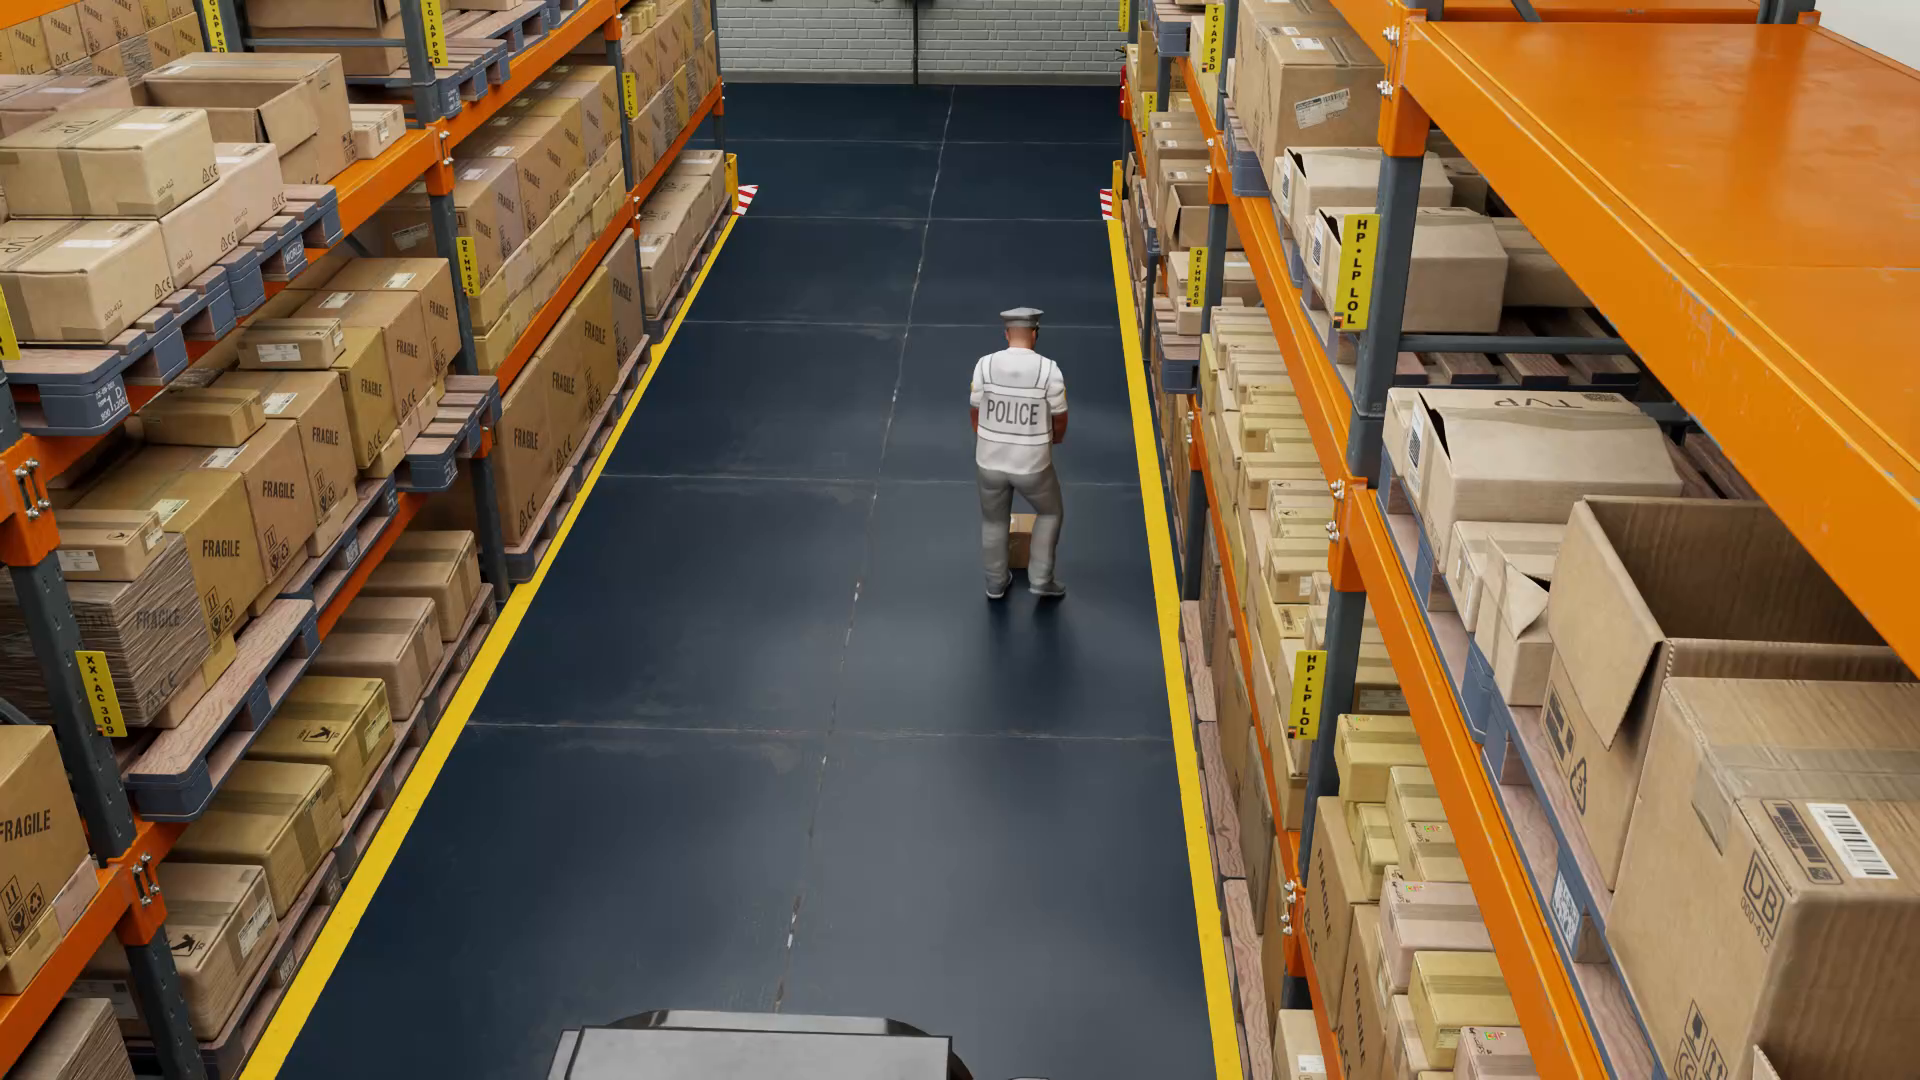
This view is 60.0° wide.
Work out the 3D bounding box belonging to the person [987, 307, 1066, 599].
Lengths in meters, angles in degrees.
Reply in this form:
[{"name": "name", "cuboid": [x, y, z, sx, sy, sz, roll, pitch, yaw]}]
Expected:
[{"name": "person", "cuboid": [0.396, -0.467, 9.507, 0.463, 1.759, 0.399, 5, 28, 10]}]
